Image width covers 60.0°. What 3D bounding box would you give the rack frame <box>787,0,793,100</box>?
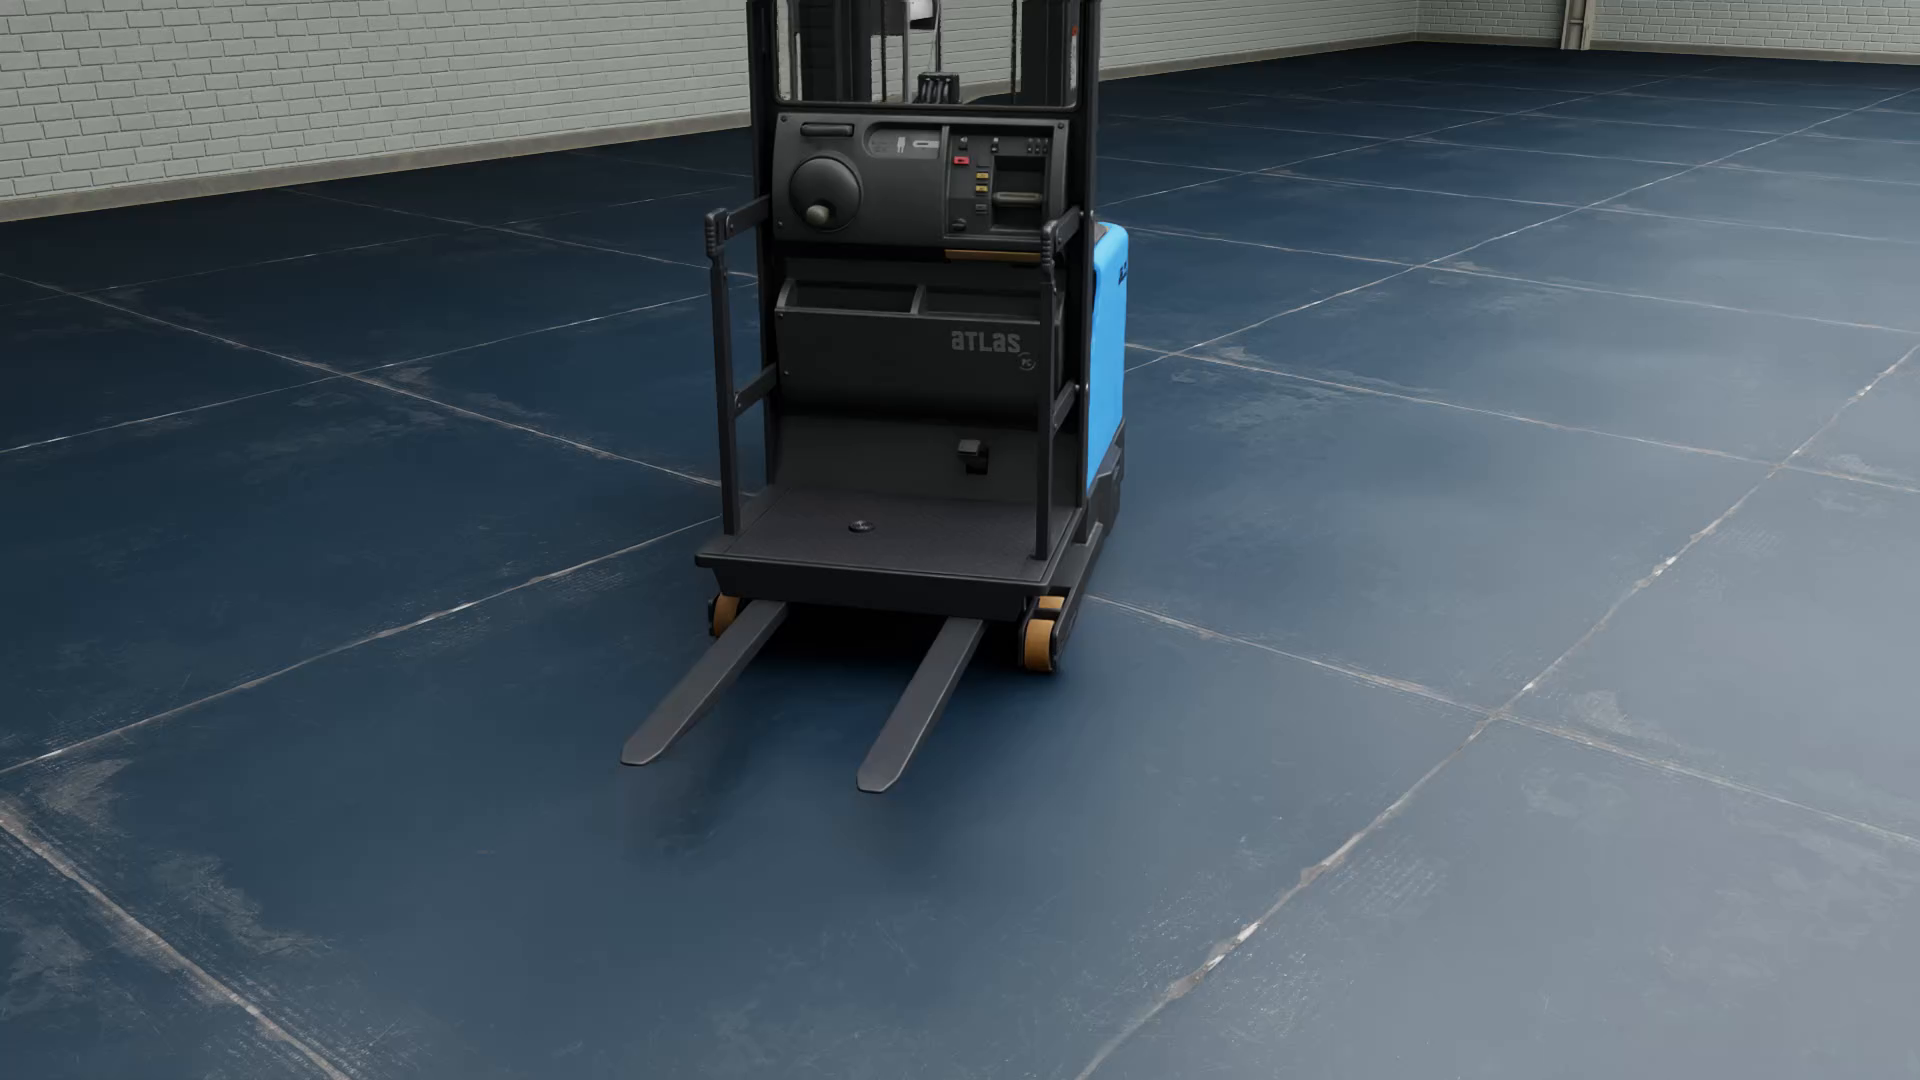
[{"bbox_3d":[-0.599,-1.413,6.939,0.015,2.100,0.400,7,22,18],"label":"rack frame"}]

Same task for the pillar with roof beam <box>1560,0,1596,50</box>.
[{"bbox_3d":[7.781,-11.417,23.691,0.400,9.000,9.100,16,26,36],"label":"pillar with roof beam"}]

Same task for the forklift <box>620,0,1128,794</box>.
[{"bbox_3d":[-0.174,-1.111,4.960,1.130,2.935,3.031,5,21,12],"label":"forklift"}]

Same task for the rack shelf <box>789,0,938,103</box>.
[{"bbox_3d":[-0.369,-2.027,6.621,0.480,0.518,0.431,7,22,18],"label":"rack shelf"}]

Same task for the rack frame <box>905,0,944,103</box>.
[{"bbox_3d":[-0.139,-1.356,6.787,0.015,2.100,0.400,7,22,18],"label":"rack frame"}]

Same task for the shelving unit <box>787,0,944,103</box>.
[{"bbox_3d":[-0.369,-1.384,6.863,0.503,2.100,0.431,7,22,18],"label":"shelving unit"}]
